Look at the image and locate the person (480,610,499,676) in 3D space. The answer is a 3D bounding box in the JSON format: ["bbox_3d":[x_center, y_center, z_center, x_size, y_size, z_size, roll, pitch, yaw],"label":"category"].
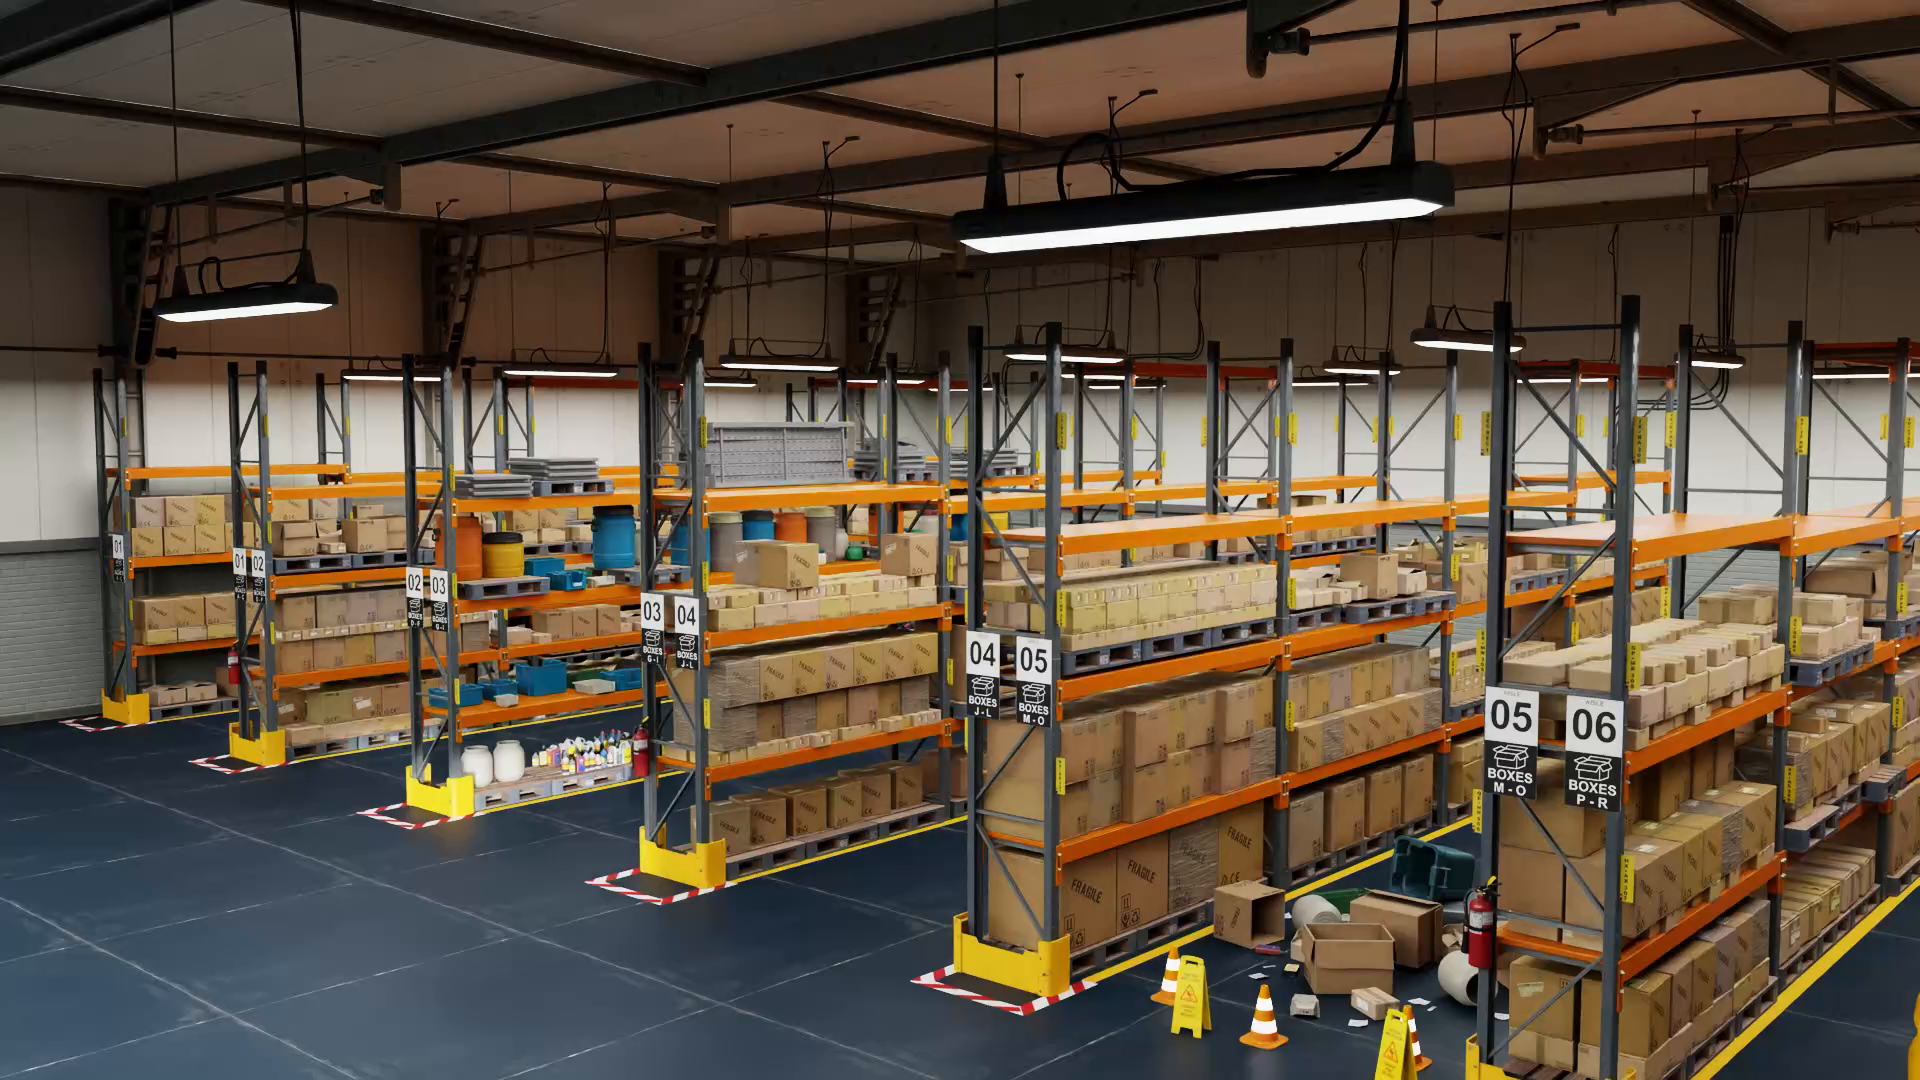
[{"bbox_3d":[-9.082,1.939,31.991,0.598,1.745,0.617,-2,5,-27],"label":"person"}]
